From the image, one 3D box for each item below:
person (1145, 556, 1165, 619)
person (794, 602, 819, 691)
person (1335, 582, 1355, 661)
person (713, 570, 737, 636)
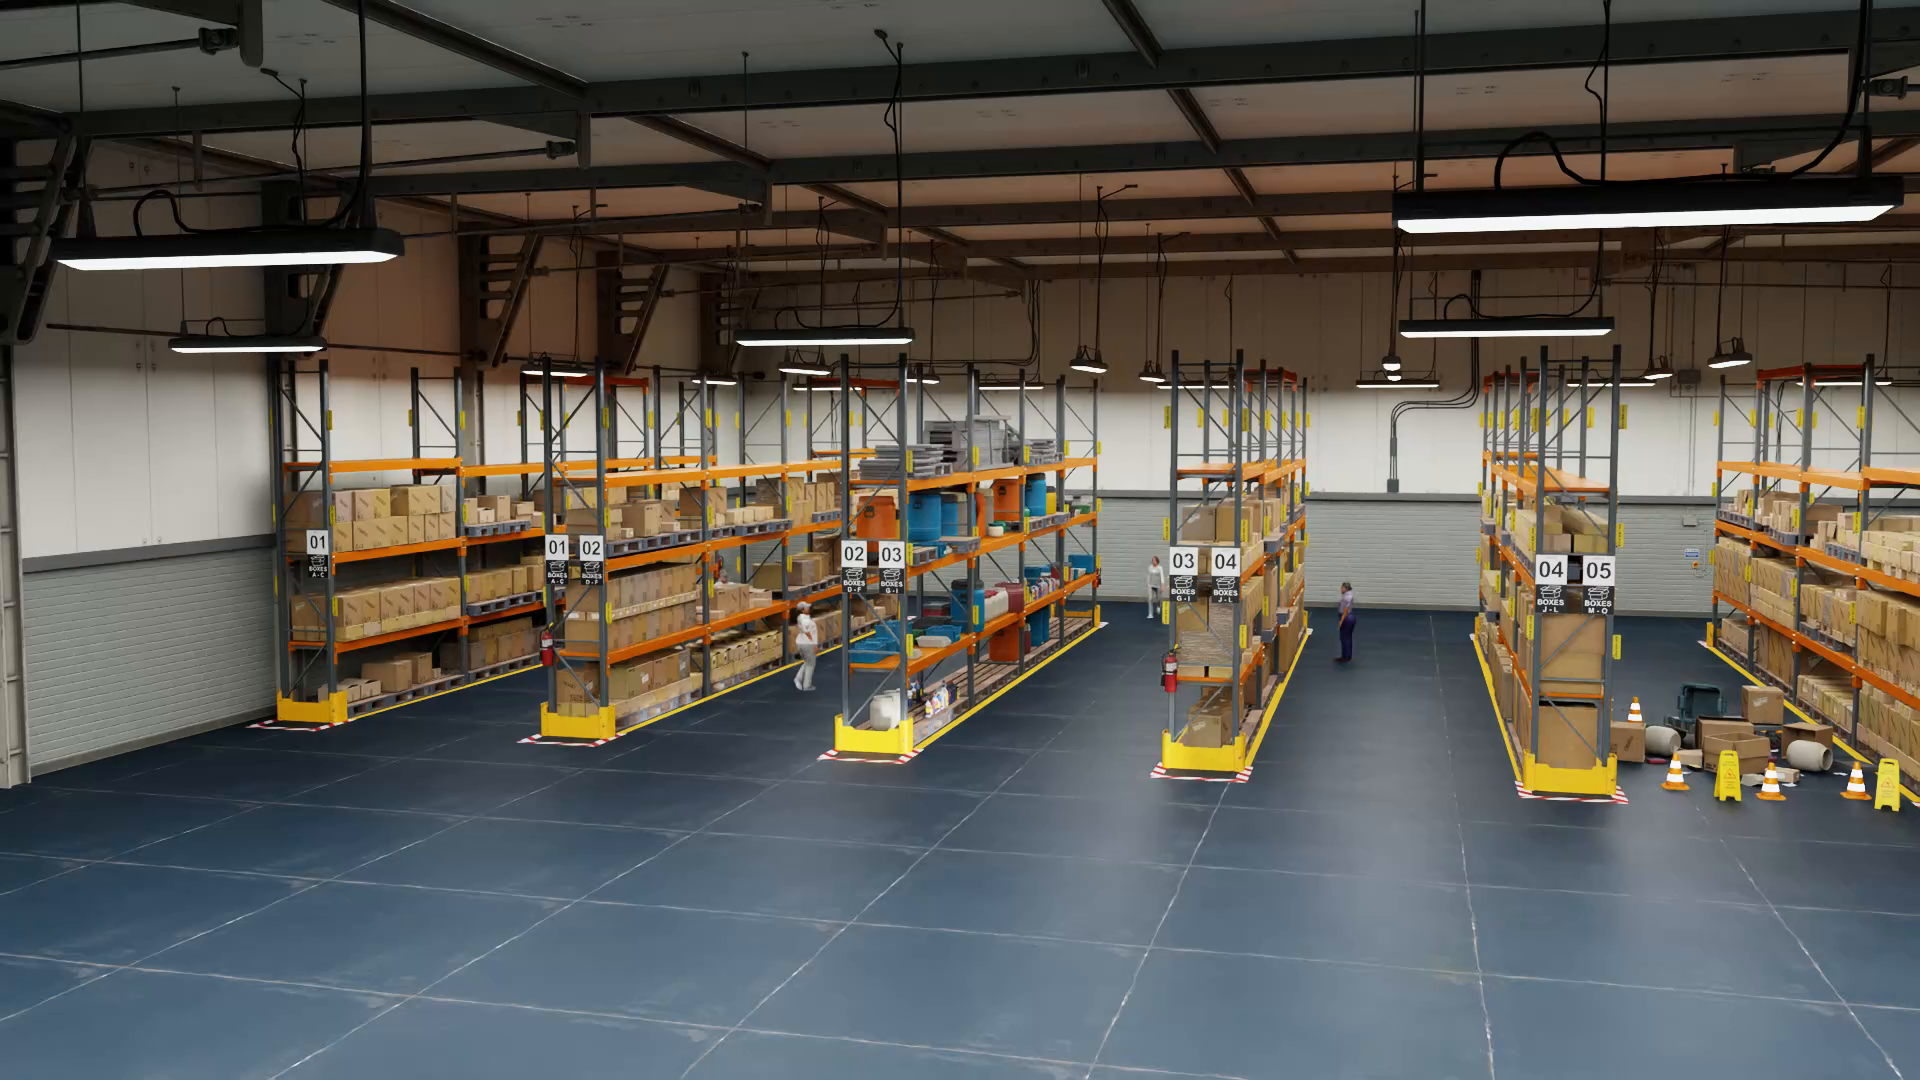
[{"bbox_3d":[4.939,1.187,42.095,0.507,1.560,0.706,1,4,12],"label":"person"},{"bbox_3d":[-2.793,1.954,30.613,0.441,1.658,0.506,-3,5,-38],"label":"person"},{"bbox_3d":[7.988,1.694,34.494,0.388,1.659,0.487,1,4,17],"label":"person"},{"bbox_3d":[-5.154,1.505,36.458,0.685,1.720,1.060,1,4,13],"label":"person"}]
